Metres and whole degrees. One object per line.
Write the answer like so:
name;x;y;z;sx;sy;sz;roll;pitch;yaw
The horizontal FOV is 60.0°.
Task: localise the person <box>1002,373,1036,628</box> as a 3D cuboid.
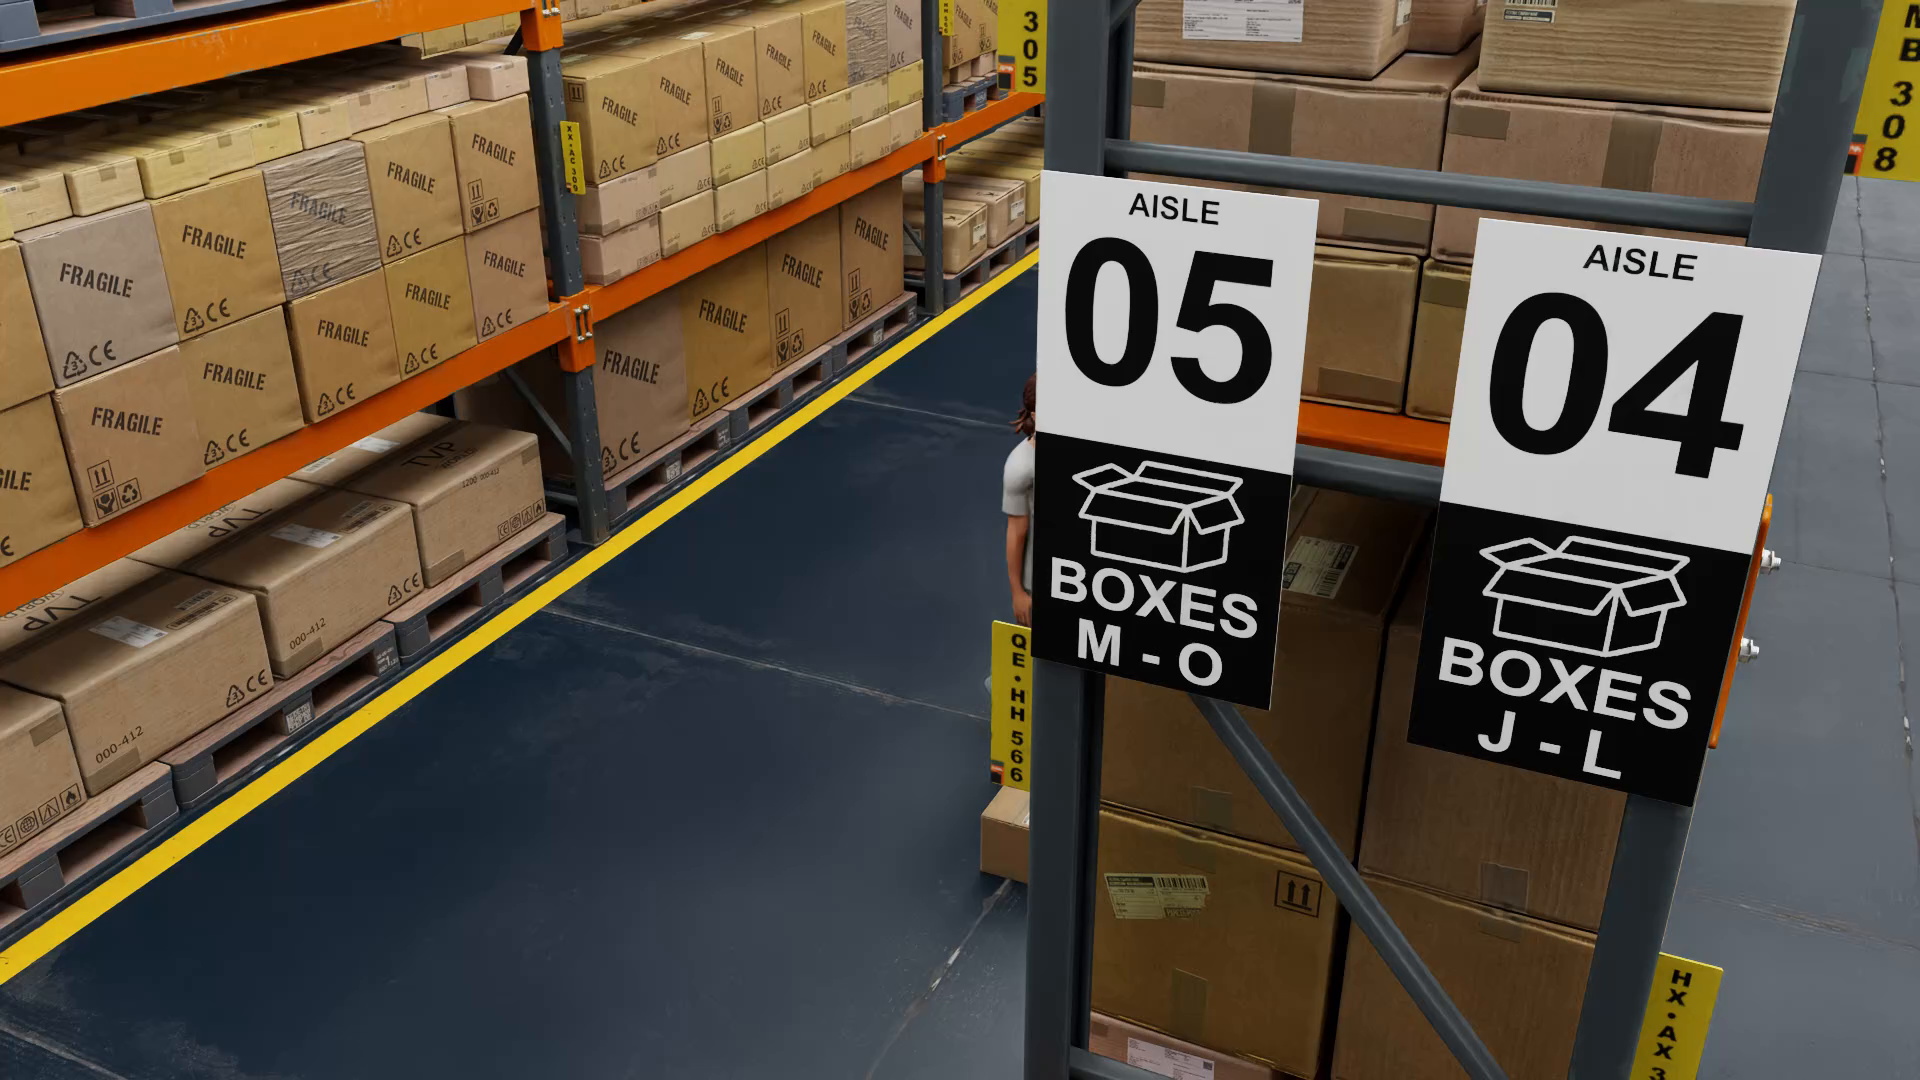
person;0.379;0.156;6.302;0.481;1.692;0.414;-23;34;-38
